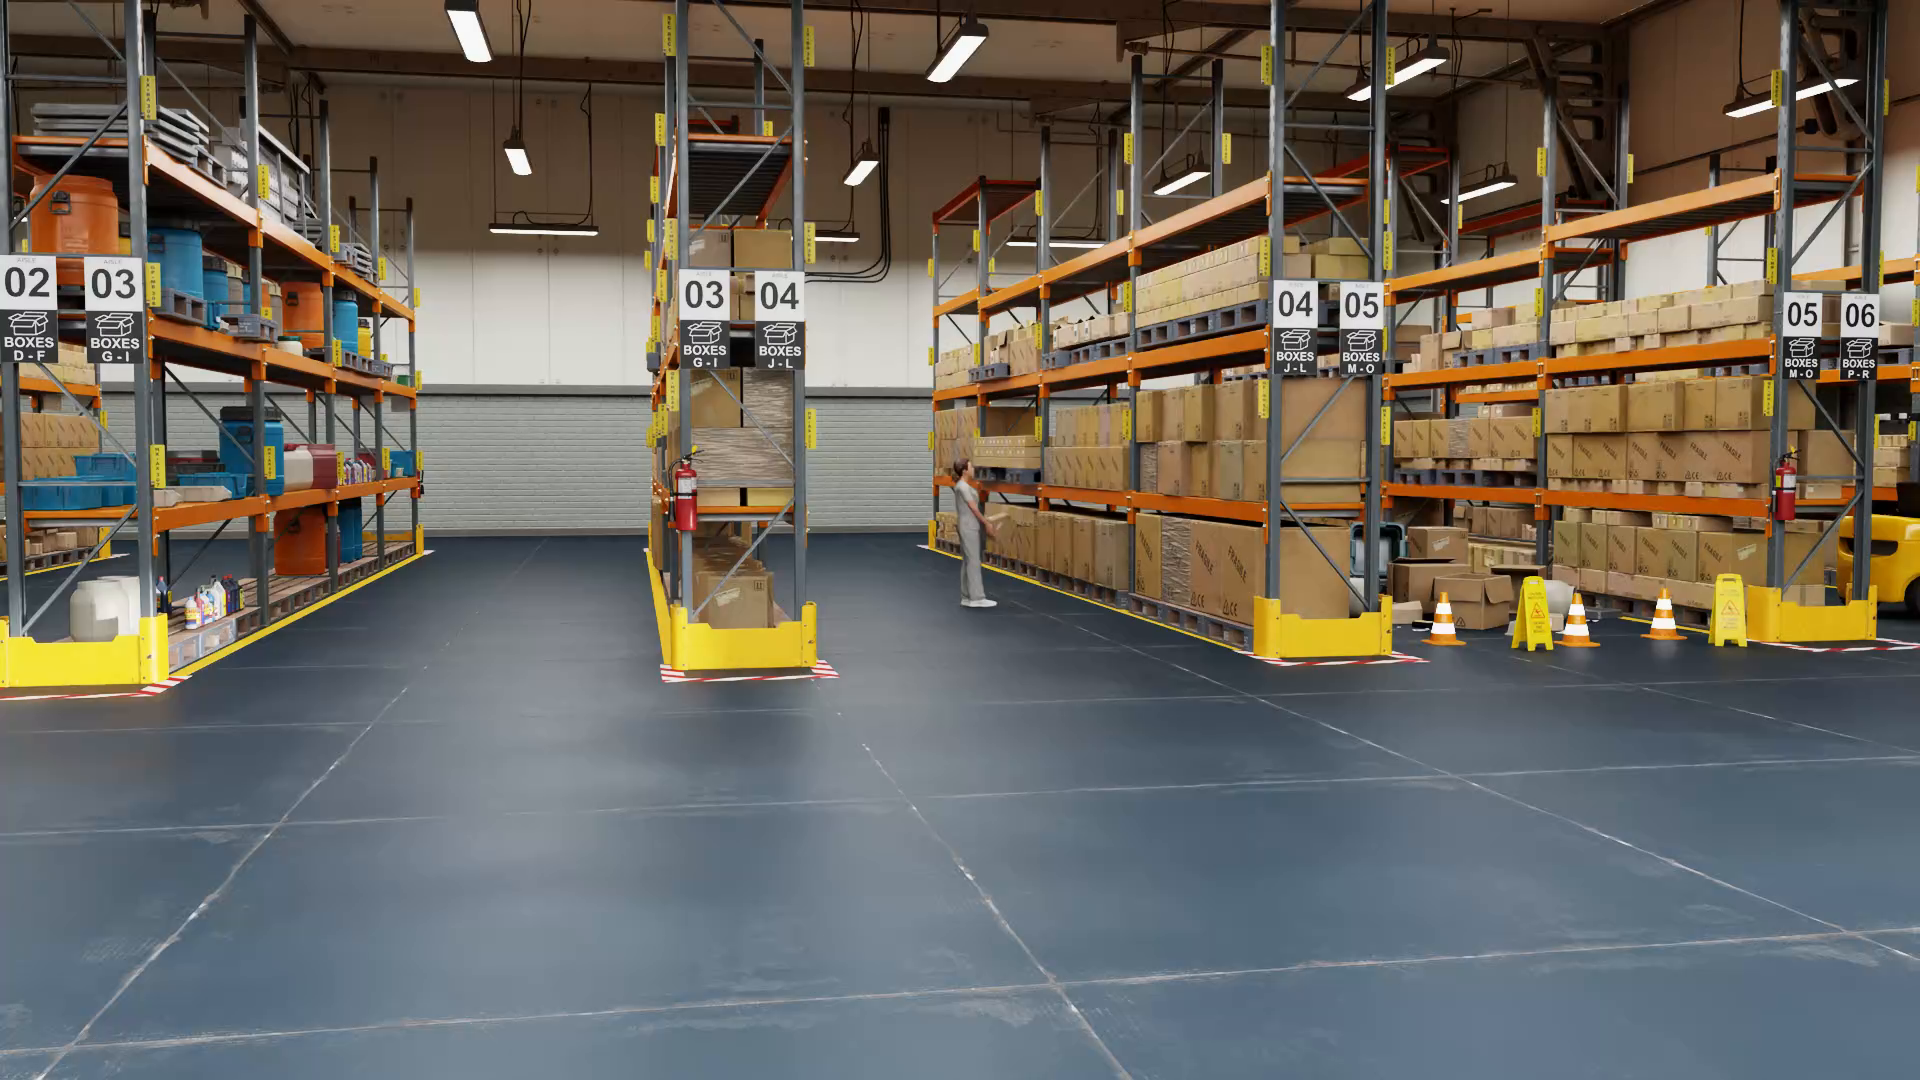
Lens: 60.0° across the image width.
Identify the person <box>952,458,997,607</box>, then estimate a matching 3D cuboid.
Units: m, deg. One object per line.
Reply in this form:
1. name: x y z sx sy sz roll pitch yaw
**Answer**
1. person: 0.154 -0.093 18.803 0.522 1.675 0.475 0 3 0
